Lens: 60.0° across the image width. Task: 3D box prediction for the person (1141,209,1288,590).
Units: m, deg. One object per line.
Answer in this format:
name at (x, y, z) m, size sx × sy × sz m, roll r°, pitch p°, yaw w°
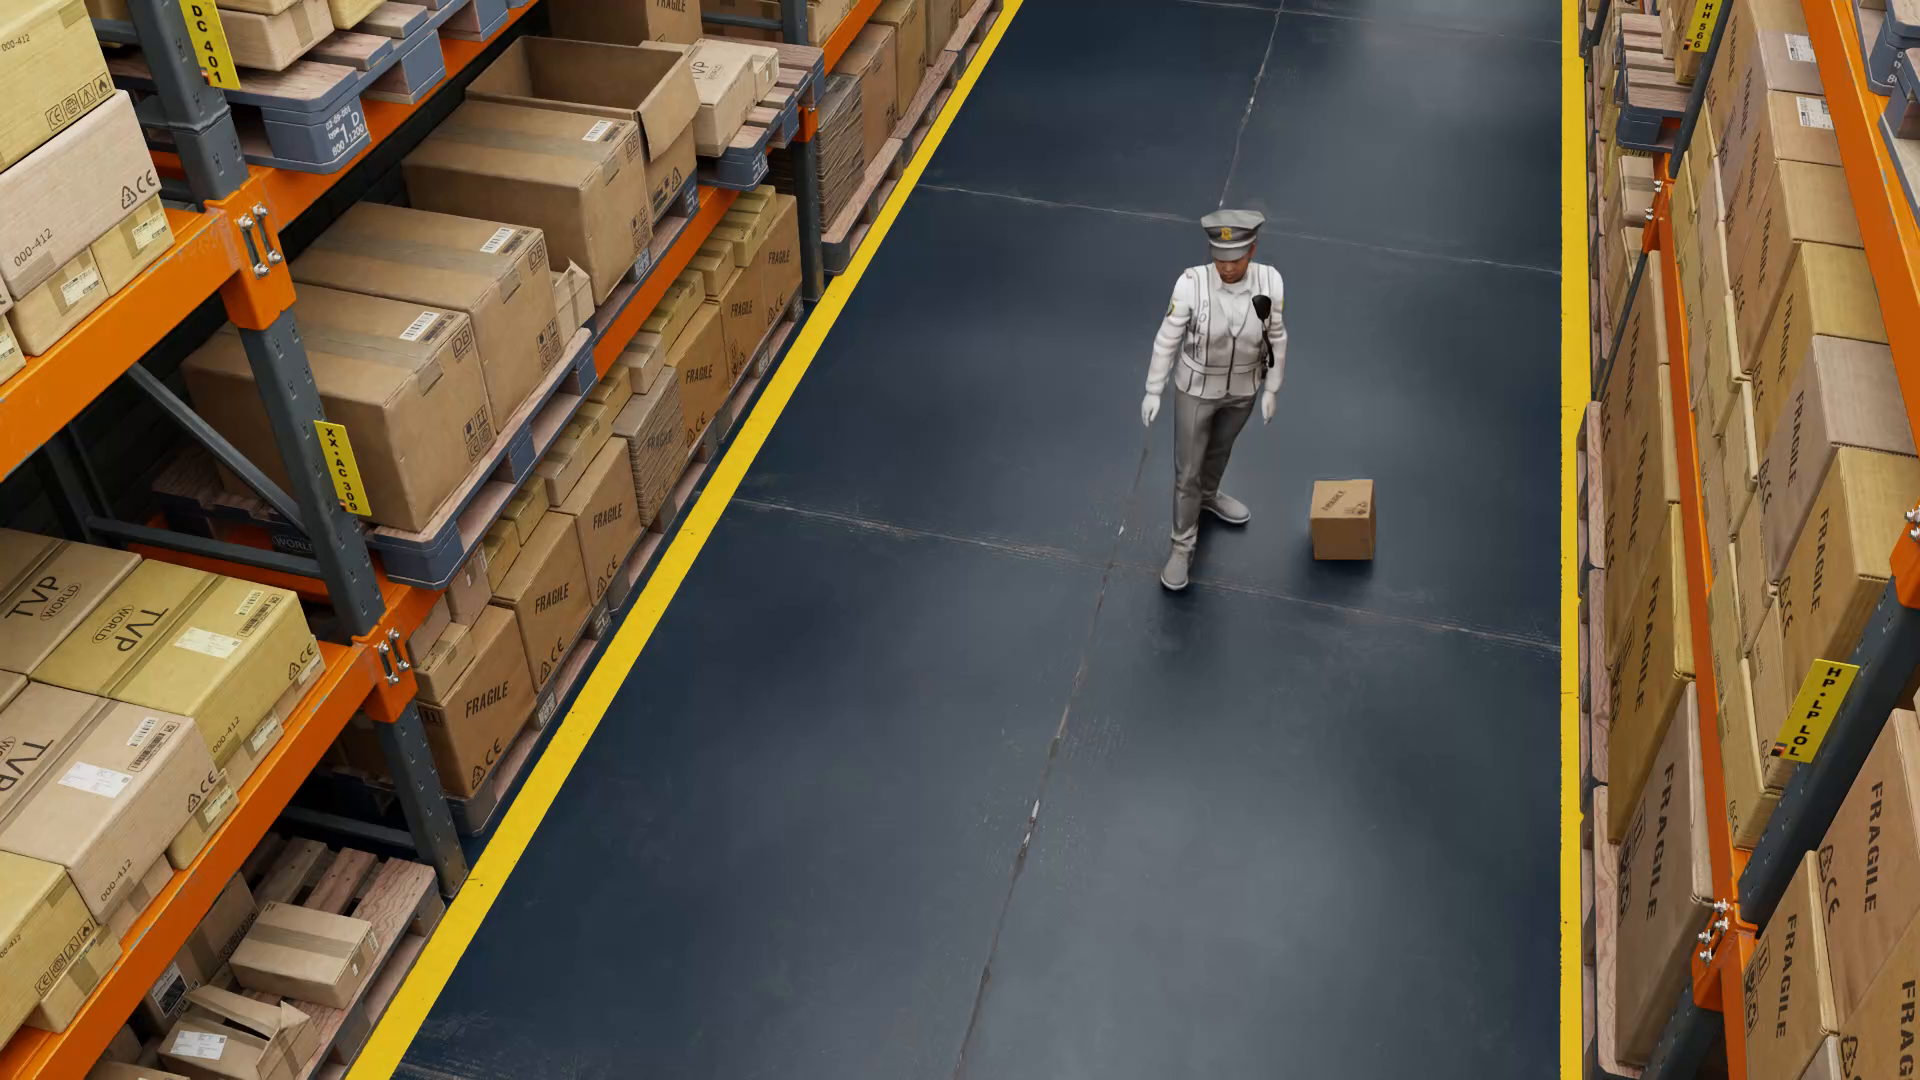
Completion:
person at (1.043, -0.608, 6.827) m, size 0.580 × 1.660 × 0.608 m, roll -6°, pitch 42°, yaw -7°
